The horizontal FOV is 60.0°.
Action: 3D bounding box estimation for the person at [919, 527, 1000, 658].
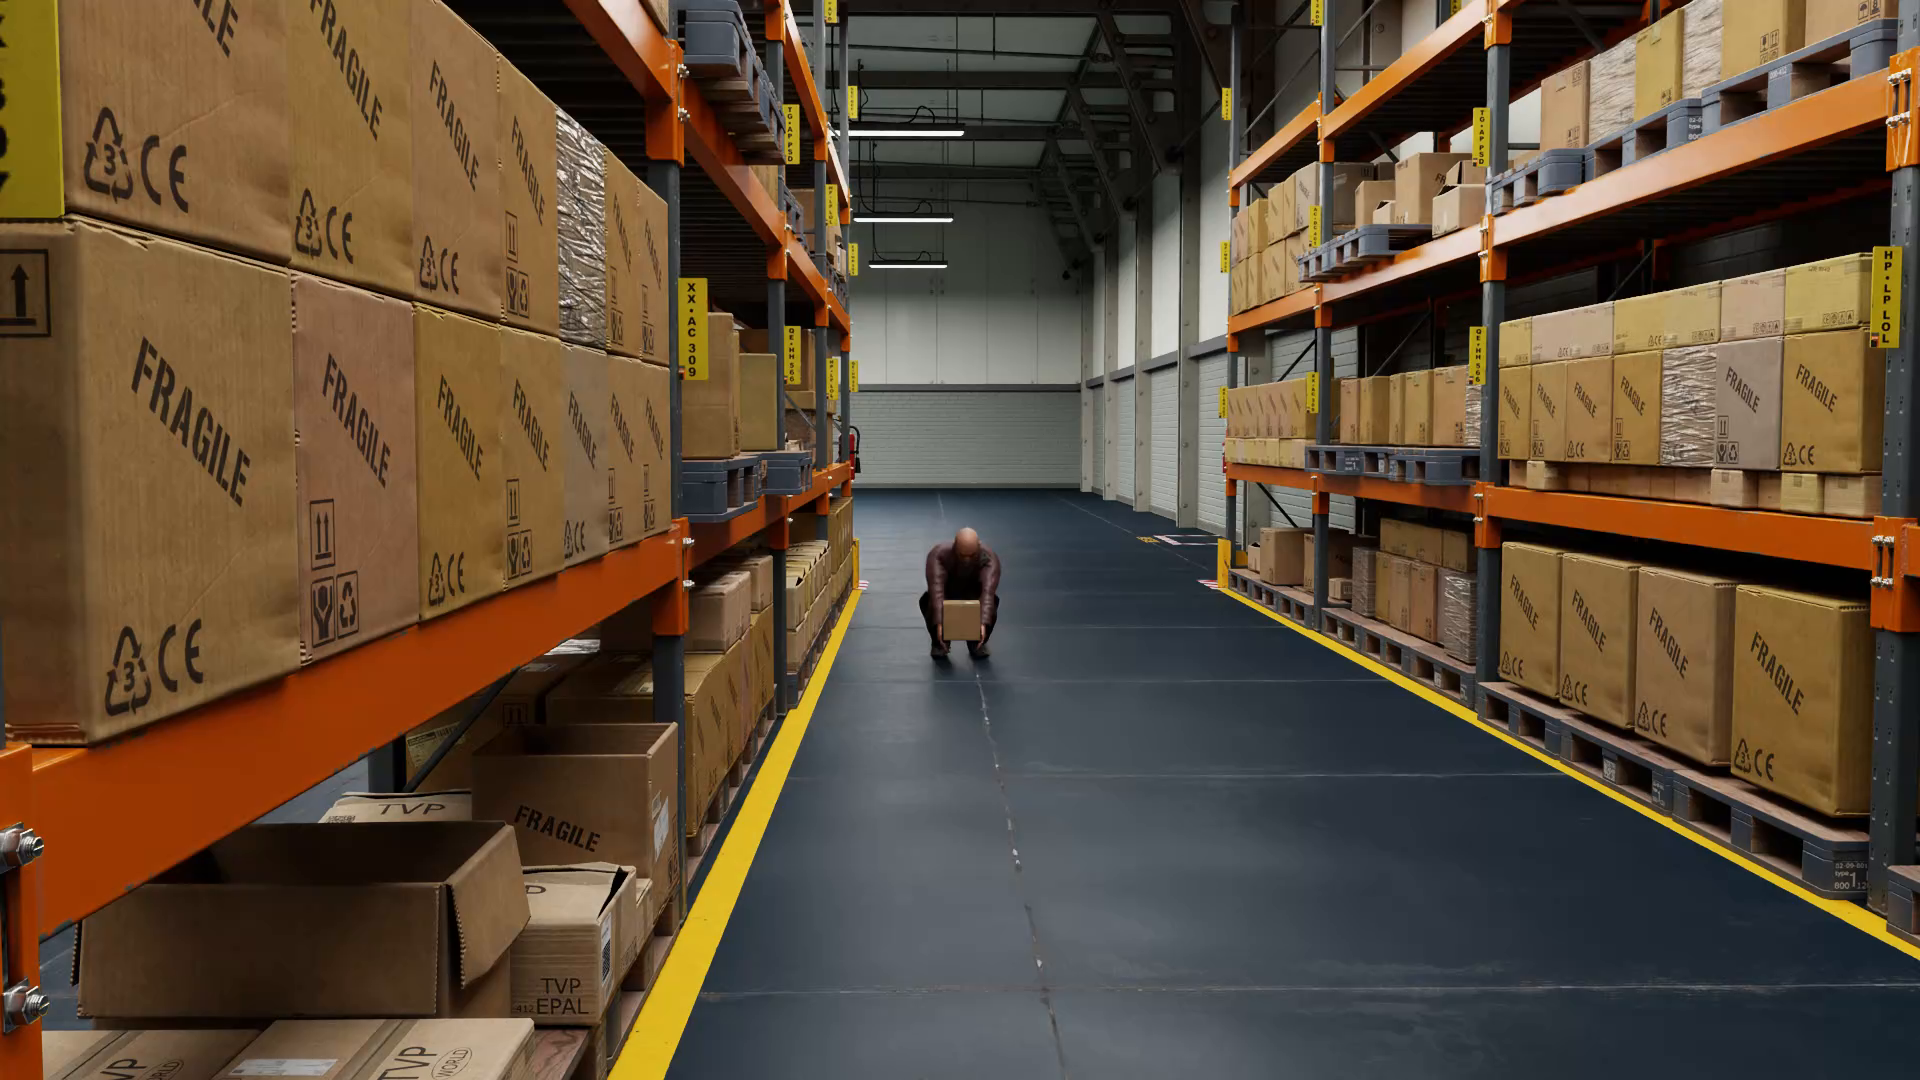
[{"bbox_3d":[-0.001,0.386,11.795,0.581,0.938,1.014,0,4,-2],"label":"person"}]
